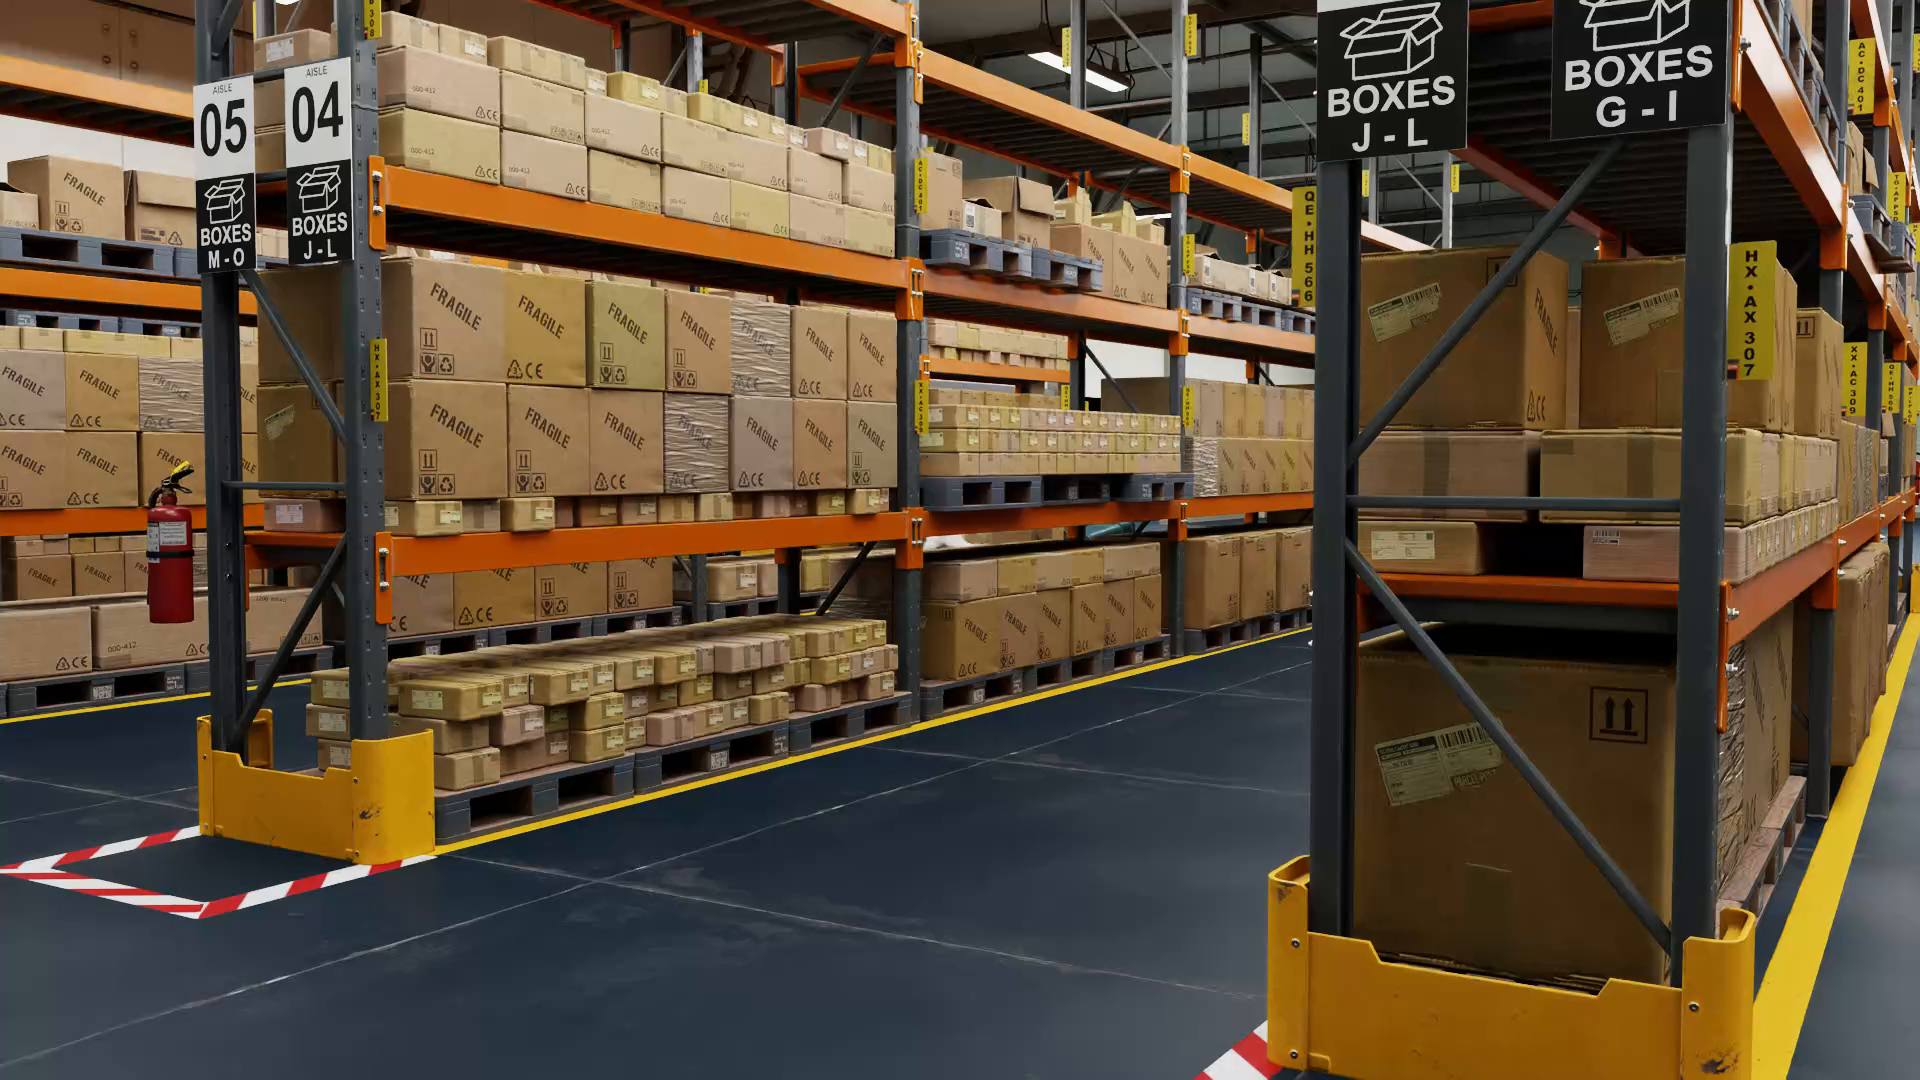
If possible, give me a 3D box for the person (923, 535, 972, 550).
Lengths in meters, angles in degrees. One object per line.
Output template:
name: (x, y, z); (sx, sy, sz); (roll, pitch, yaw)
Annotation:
person: (-0.157, 0.285, 17.269); (0.900, 0.997, 0.585); (2, 3, 31)
